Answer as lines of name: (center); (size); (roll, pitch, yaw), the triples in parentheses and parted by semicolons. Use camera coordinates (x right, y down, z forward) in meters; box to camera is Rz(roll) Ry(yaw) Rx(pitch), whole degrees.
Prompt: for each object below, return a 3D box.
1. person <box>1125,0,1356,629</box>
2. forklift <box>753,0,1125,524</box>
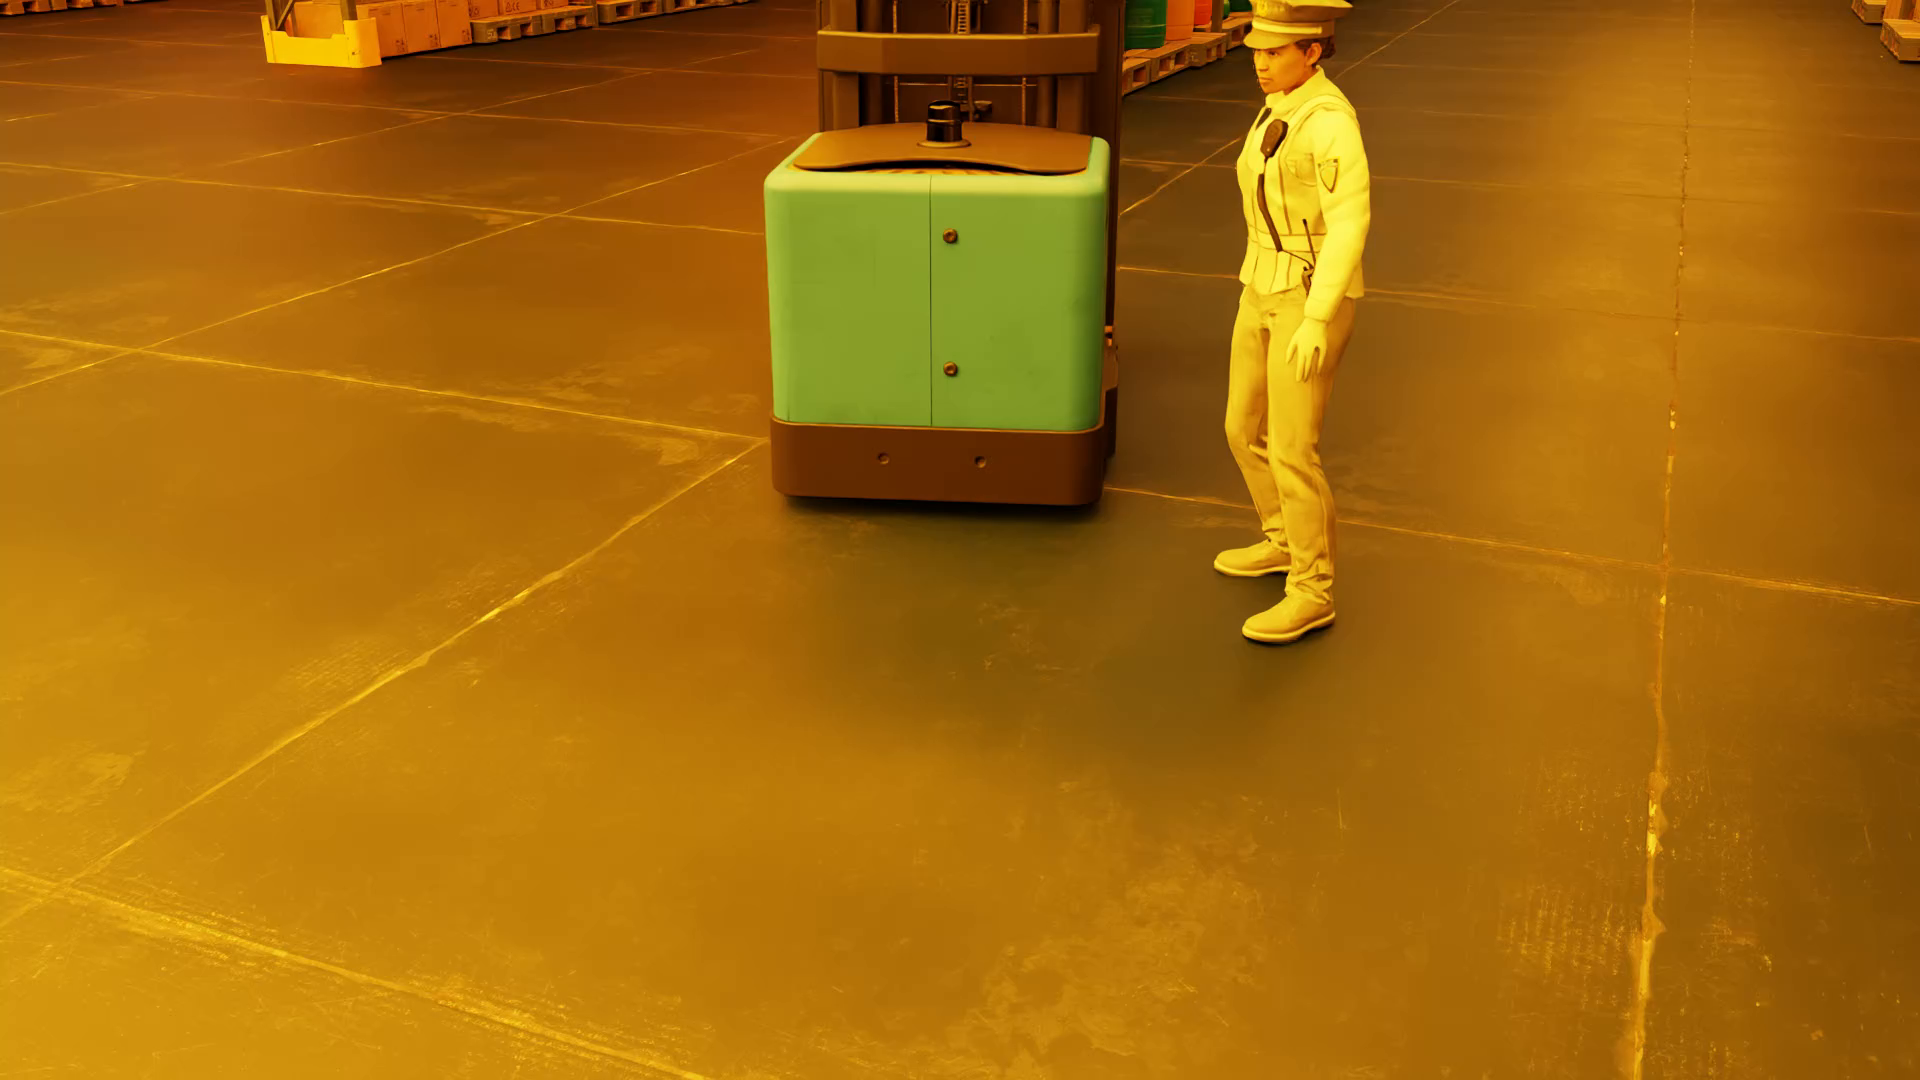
person: (0.717, -0.609, 4.465); (0.529, 1.631, 0.822); (0, 23, 0)
forklift: (0.045, -1.931, 5.912); (1.130, 2.935, 3.031); (2, 23, 5)
